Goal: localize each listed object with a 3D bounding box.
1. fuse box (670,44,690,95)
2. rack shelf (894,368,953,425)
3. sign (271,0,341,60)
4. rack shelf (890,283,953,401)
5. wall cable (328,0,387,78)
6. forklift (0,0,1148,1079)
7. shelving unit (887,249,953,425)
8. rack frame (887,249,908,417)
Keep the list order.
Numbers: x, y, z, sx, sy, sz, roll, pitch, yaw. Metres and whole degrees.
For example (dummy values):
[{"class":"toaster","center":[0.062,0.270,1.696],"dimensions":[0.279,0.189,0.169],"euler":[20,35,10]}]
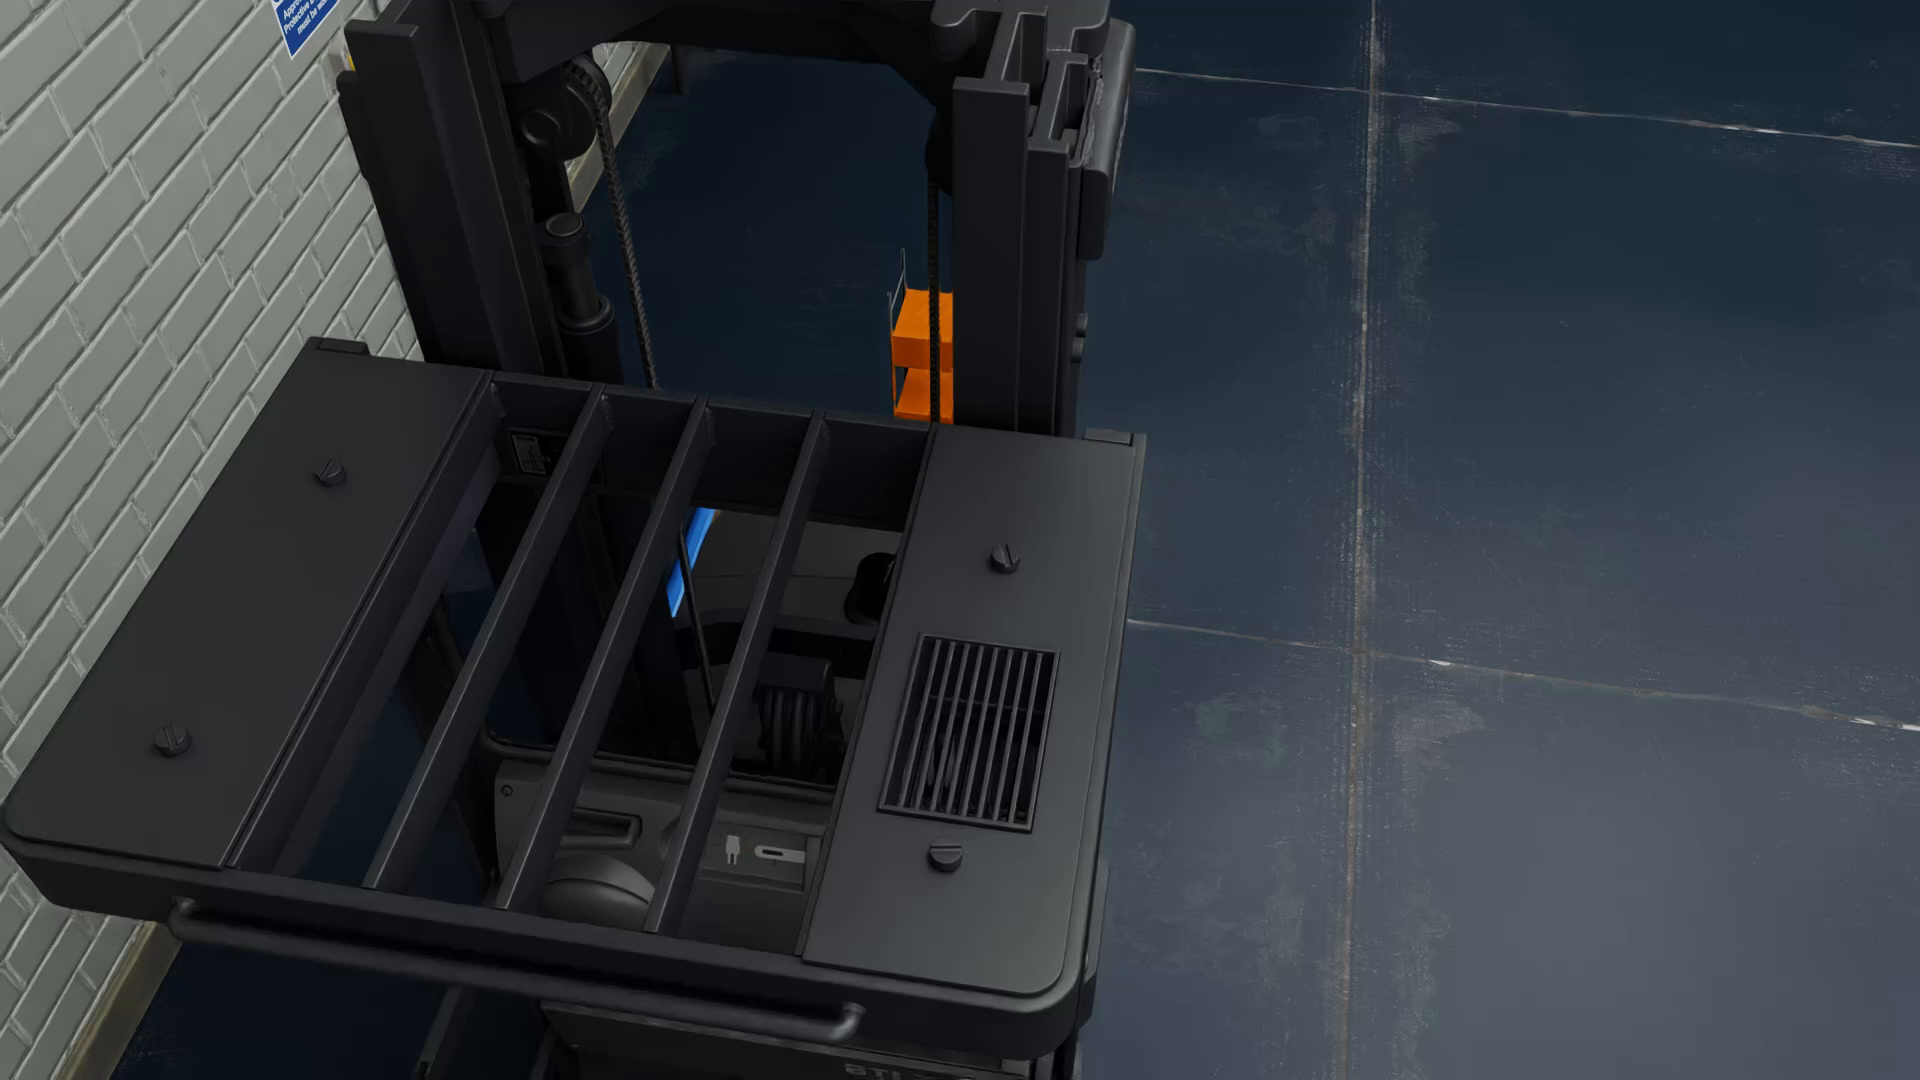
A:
[{"class":"fuse box","center":[-1.120,-2.460,6.310],"dimensions":[0.414,1.711,0.539],"euler":[8,49,7]},{"class":"rack shelf","center":[-0.053,-0.351,4.874],"dimensions":[0.240,0.259,0.215],"euler":[8,49,7]},{"class":"sign","center":[-1.706,-1.436,4.342],"dimensions":[0.001,0.218,0.327],"euler":[8,49,7]},{"class":"rack shelf","center":[-0.053,-0.541,4.663],"dimensions":[0.240,0.259,0.215],"euler":[8,49,7]},{"class":"wall cable","center":[-1.638,-1.722,4.077],"dimensions":[0.123,1.953,0.585],"euler":[8,49,7]},{"class":"forklift","center":[-0.356,0.715,2.637],"dimensions":[1.130,2.935,3.031],"euler":[7,48,6]},{"class":"shelving unit","center":[-0.053,-0.358,4.866],"dimensions":[0.252,1.050,0.215],"euler":[8,49,7]},{"class":"rack frame","center":[-0.173,-0.374,4.880],"dimensions":[0.008,1.050,0.200],"euler":[8,49,7]}]
